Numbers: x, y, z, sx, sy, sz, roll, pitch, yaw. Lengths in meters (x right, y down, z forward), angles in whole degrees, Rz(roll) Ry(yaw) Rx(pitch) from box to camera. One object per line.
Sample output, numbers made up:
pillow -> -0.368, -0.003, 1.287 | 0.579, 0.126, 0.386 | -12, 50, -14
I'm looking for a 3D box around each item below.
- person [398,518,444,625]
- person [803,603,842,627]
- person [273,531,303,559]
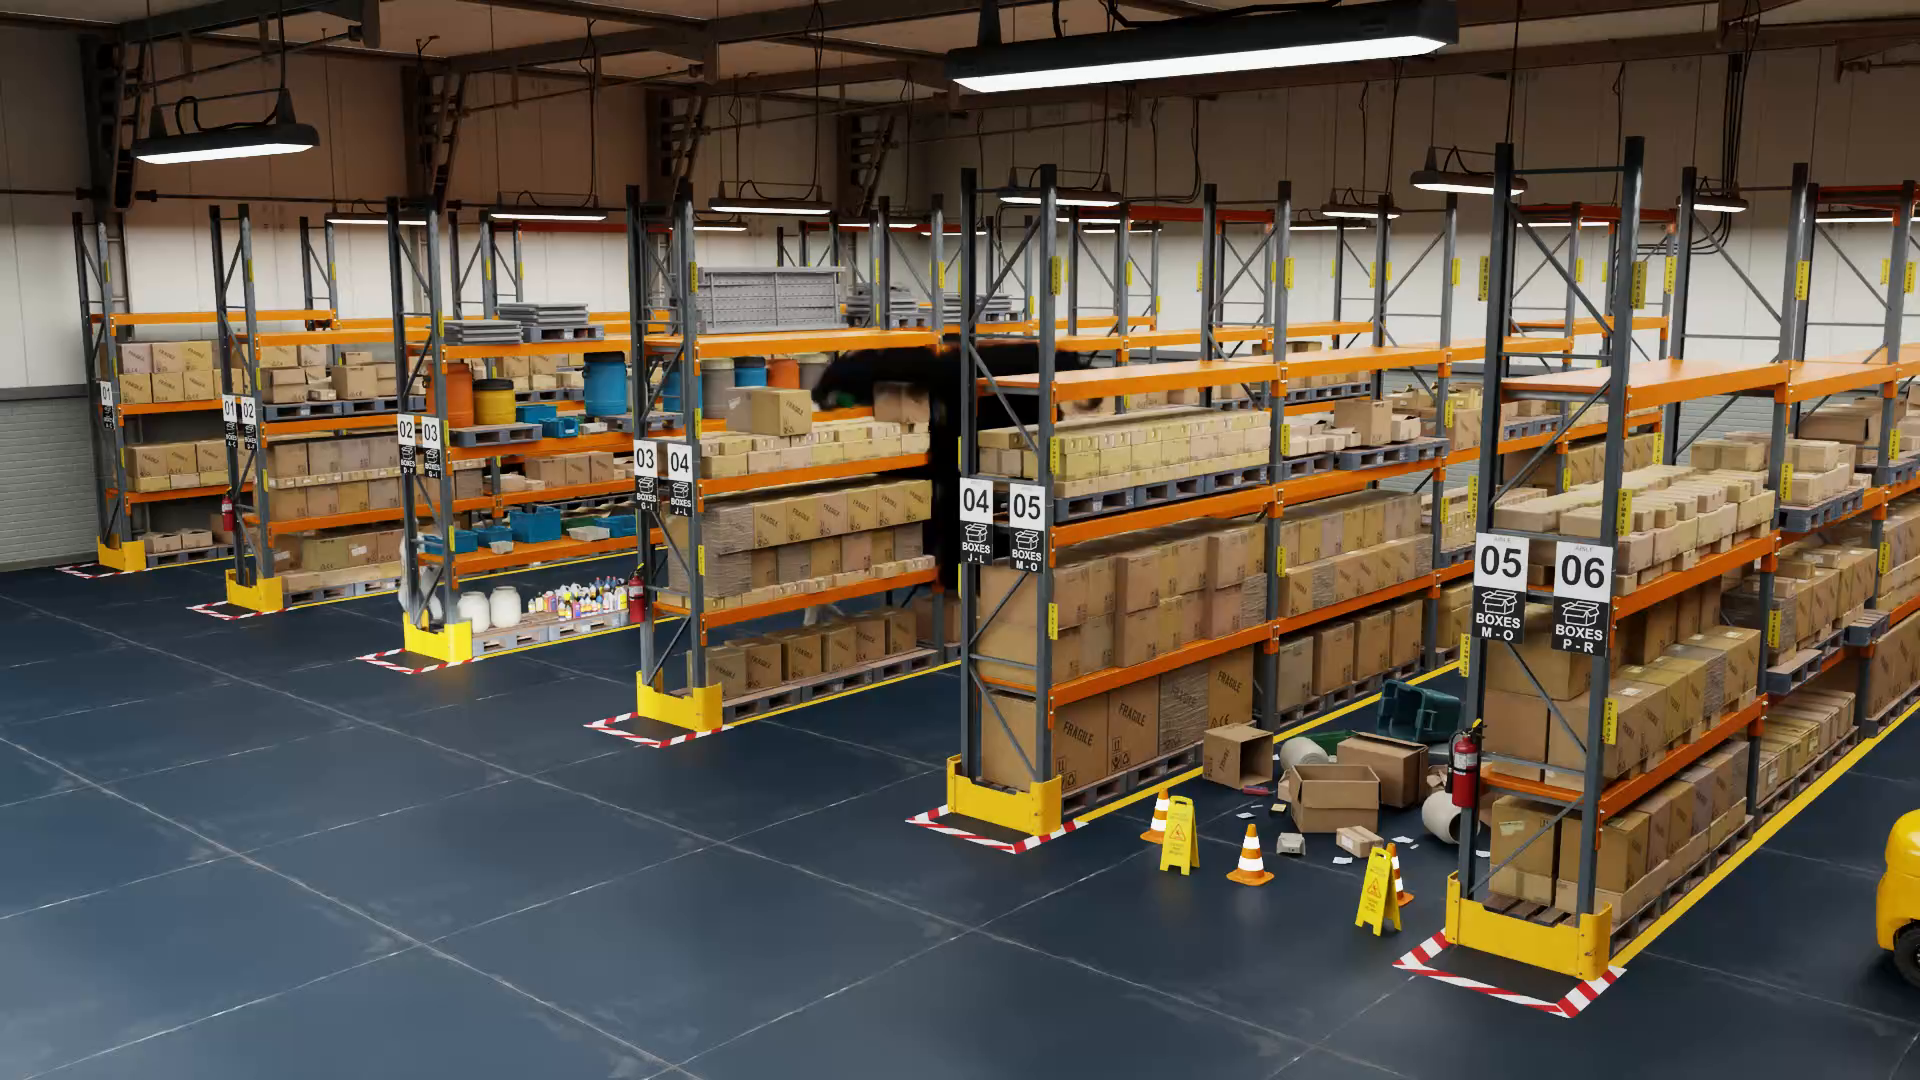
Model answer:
person -> -7.657, 0.493, 23.486 | 0.564, 1.674, 0.819 | 2, 10, 11
person -> -1.934, 0.476, 22.330 | 0.676, 1.780, 1.071 | 7, 12, 38
person -> -10.967, -0.098, 27.287 | 0.632, 1.540, 0.802 | 3, 10, 17
